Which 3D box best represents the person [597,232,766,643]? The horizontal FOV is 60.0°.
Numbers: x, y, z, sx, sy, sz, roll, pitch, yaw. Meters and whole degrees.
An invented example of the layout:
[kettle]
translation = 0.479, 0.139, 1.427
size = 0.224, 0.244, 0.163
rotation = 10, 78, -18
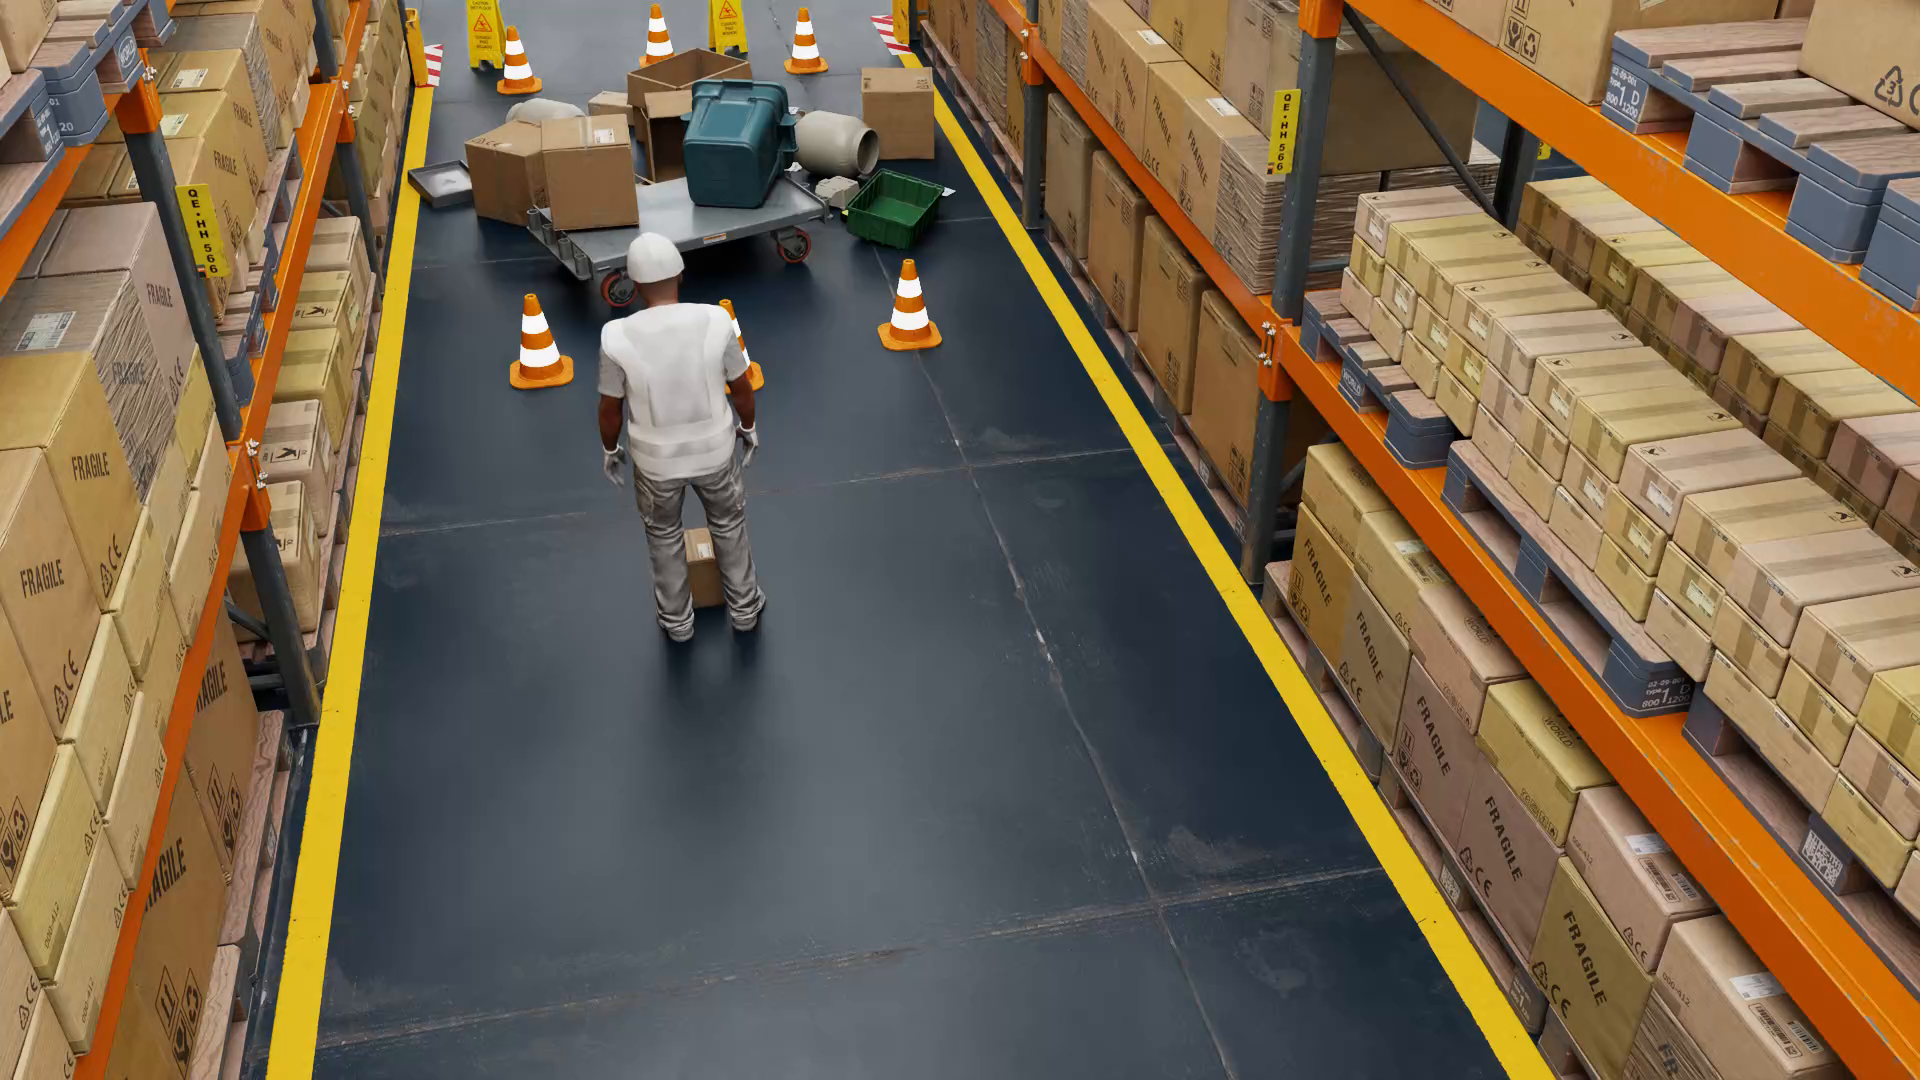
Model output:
[person]
translation = -1.122, -0.379, 6.692
size = 0.631, 1.776, 0.443
rotation = -9, 35, -13
